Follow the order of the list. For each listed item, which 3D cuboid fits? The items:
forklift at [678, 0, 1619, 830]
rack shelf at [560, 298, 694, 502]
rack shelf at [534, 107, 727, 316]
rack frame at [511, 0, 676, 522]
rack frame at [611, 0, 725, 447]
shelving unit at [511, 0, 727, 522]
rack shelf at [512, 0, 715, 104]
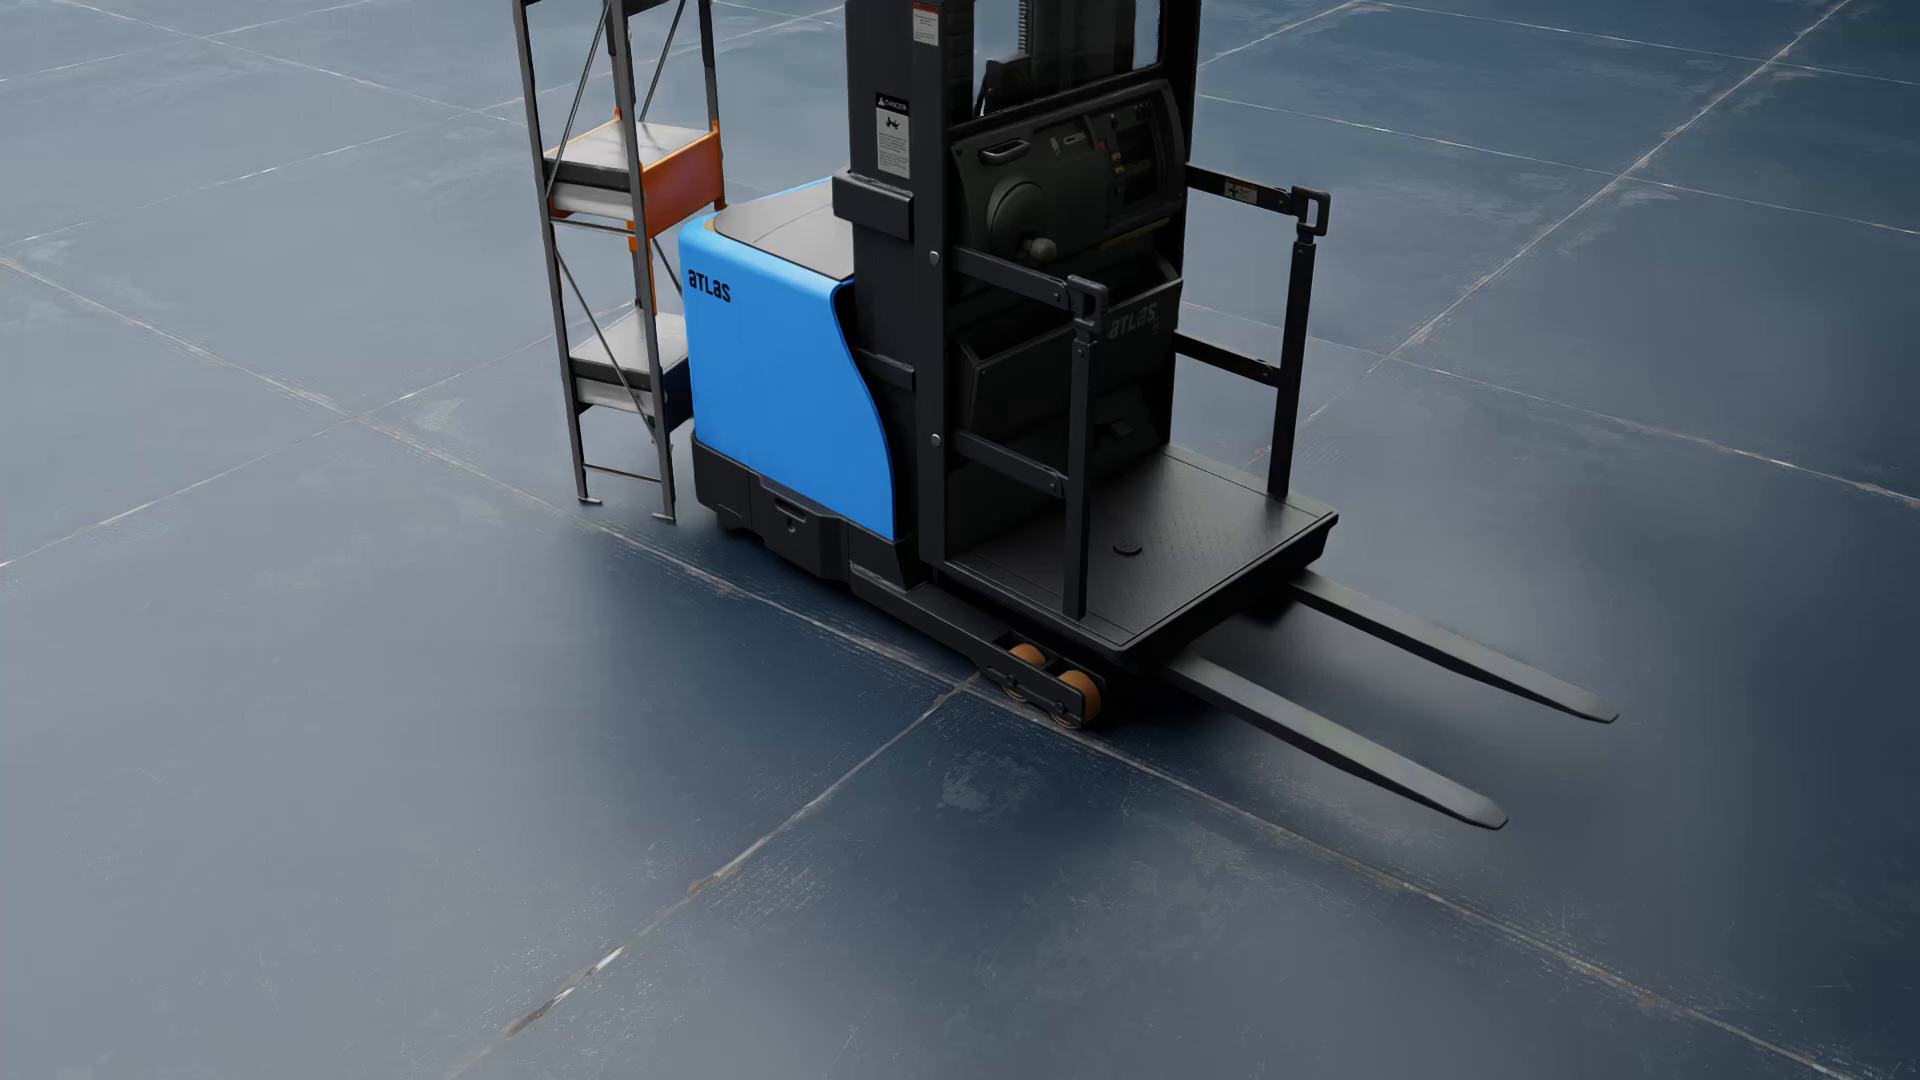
[{"bbox_3d":[0.475,-1.014,4.586,3.031,2.935,1.130,26,40,37],"label":"forklift"},{"bbox_3d":[-1.092,-0.510,5.951,0.431,0.518,0.480,12,33,20],"label":"rack shelf"},{"bbox_3d":[-1.092,-1.112,5.594,0.431,0.518,0.480,12,33,20],"label":"rack shelf"},{"bbox_3d":[-1.189,-1.010,5.394,0.400,2.100,0.015,12,33,20],"label":"rack frame"},{"bbox_3d":[-0.996,-1.238,5.780,0.400,2.100,0.015,12,33,20],"label":"rack frame"},{"bbox_3d":[-1.092,-1.124,5.587,0.431,2.100,0.503,12,33,20],"label":"shelving unit"},{"bbox_3d":[-1.093,-1.715,5.237,0.431,0.518,0.480,12,33,20],"label":"rack shelf"}]
